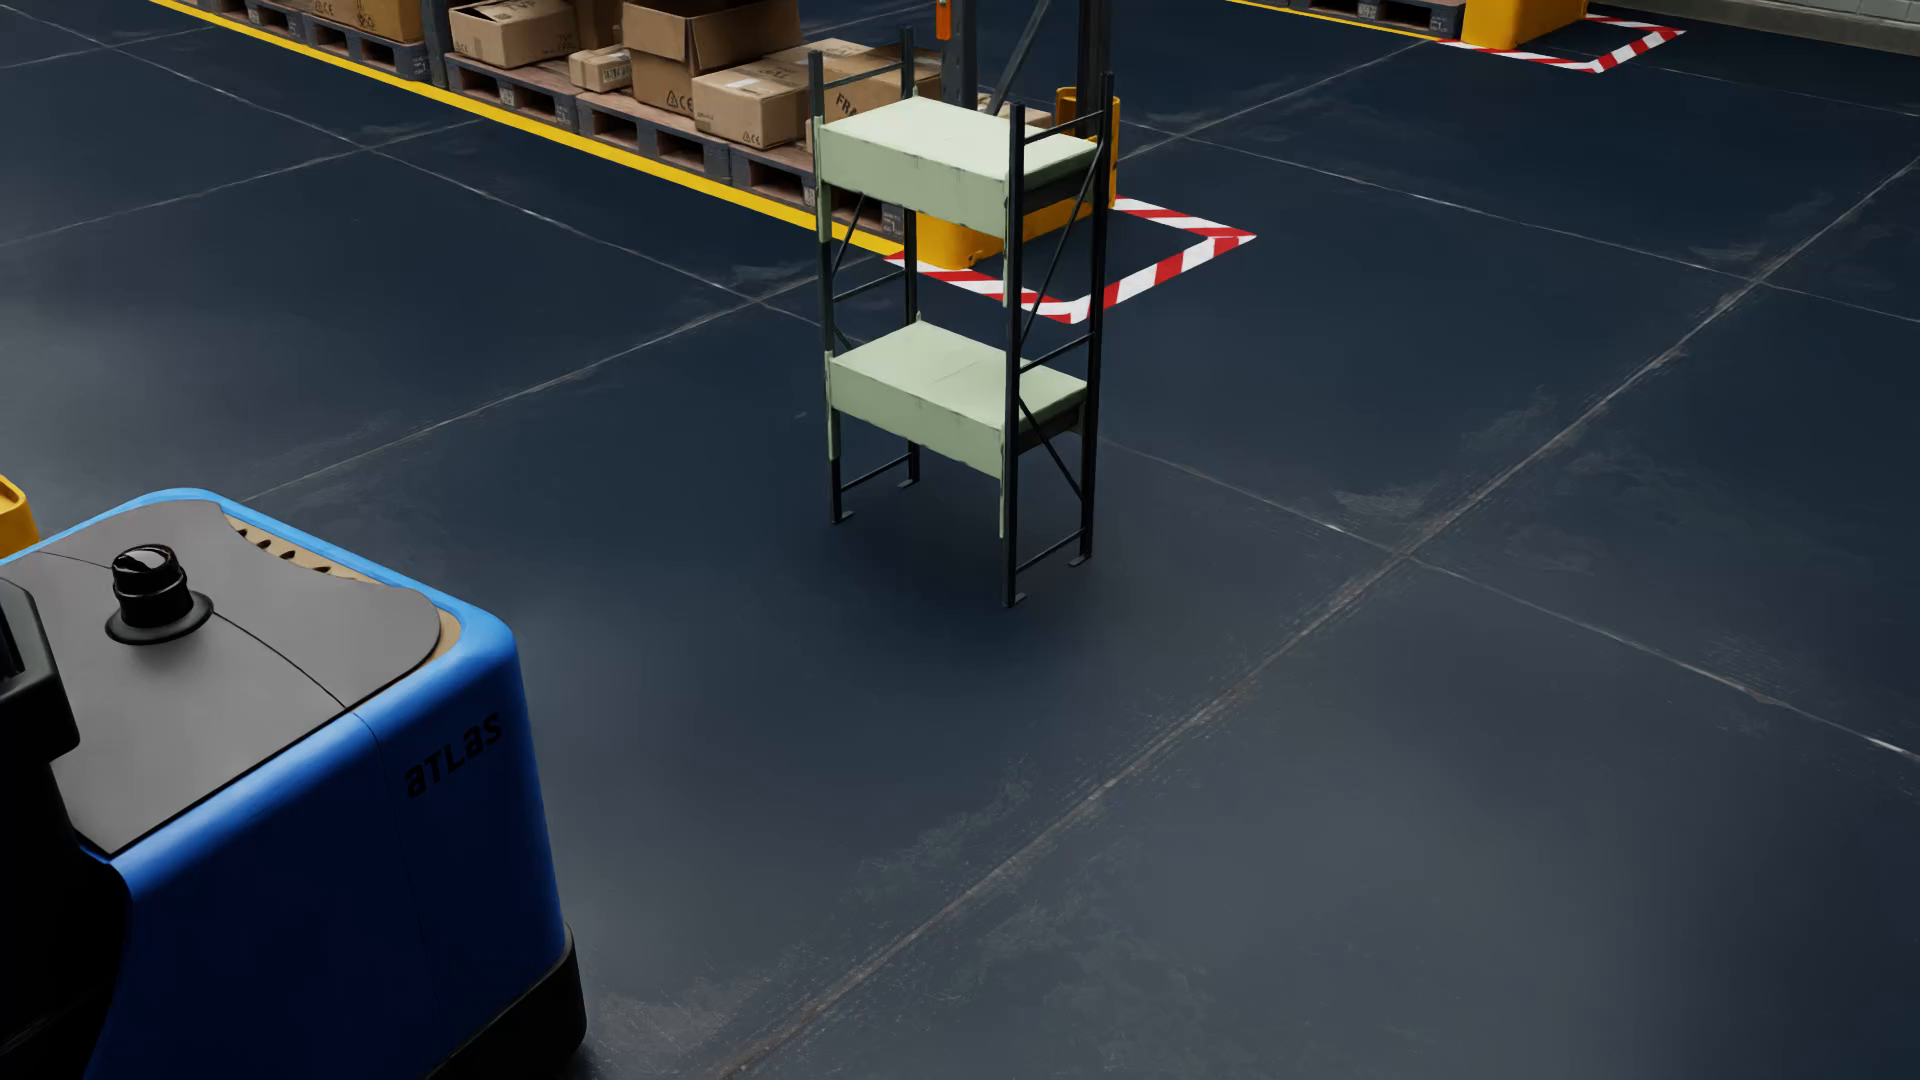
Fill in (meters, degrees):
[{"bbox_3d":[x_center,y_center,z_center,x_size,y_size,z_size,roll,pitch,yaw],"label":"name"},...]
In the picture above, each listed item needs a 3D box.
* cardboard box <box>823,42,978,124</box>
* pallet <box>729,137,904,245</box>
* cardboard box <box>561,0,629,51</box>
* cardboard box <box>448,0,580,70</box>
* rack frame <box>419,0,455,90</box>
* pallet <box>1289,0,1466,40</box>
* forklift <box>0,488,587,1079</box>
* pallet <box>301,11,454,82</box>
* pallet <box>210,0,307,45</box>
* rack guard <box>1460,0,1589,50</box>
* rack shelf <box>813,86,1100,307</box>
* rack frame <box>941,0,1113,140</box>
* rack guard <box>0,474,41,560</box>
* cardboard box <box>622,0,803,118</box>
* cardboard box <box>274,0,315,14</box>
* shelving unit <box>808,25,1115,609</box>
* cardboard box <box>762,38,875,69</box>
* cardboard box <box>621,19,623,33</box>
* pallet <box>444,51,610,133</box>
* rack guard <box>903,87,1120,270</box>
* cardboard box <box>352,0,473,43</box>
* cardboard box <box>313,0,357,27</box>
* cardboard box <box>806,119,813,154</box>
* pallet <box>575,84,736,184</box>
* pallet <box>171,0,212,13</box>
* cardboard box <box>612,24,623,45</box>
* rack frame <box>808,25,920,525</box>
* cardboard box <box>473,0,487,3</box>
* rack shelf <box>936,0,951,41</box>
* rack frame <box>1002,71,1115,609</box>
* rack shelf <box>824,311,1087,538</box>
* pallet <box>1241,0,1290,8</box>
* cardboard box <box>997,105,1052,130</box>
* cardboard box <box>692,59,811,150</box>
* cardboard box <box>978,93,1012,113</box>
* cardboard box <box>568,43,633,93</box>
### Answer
[{"bbox_3d":[-0.268,-1.904,7.502,0.500,0.500,0.500,25,39,35],"label":"cardboard box"},{"bbox_3d":[-0.347,-1.800,8.035,1.213,0.211,1.003,25,39,35],"label":"pallet"},{"bbox_3d":[-2.052,-3.106,9.498,0.500,0.500,0.500,25,39,35],"label":"cardboard box"},{"bbox_3d":[-2.499,-2.885,9.315,0.500,0.311,0.500,25,39,35],"label":"cardboard box"},{"bbox_3d":[-2.665,-4.077,9.114,0.127,3.000,1.000,25,39,35],"label":"rack frame"},{"bbox_3d":[2.977,-3.640,11.092,1.213,0.211,1.003,25,39,35],"label":"pallet"},{"bbox_3d":[-2.002,0.306,1.899,1.130,2.935,3.031,19,36,28],"label":"forklift"},{"bbox_3d":[-3.293,-3.149,10.277,1.213,0.211,1.003,25,39,35],"label":"pallet"},{"bbox_3d":[-4.202,-3.571,10.978,1.213,0.211,1.003,25,39,35],"label":"pallet"},{"bbox_3d":[3.640,-3.509,10.594,0.348,0.500,1.175,25,39,35],"label":"rack guard"},{"bbox_3d":[-0.005,-0.979,4.666,0.720,0.370,0.431,25,39,35],"label":"rack shelf"},{"bbox_3d":[0.301,-2.692,6.814,0.127,3.000,1.000,25,39,35],"label":"rack frame"},{"bbox_3d":[-2.999,0.275,4.309,0.348,0.500,1.175,25,39,35],"label":"rack guard"},{"bbox_3d":[-1.269,-2.548,8.567,0.637,0.503,0.797,25,39,35],"label":"cardboard box"},{"bbox_3d":[-3.956,-3.604,10.325,0.500,0.500,0.500,26,39,36],"label":"cardboard box"},{"bbox_3d":[-0.005,-0.645,4.867,0.755,1.500,0.431,25,39,35],"label":"shelving unit"},{"bbox_3d":[-0.653,-2.346,8.478,0.500,0.250,0.500,25,39,35],"label":"cardboard box"},{"bbox_3d":[-1.496,-2.765,9.115,0.500,0.311,0.500,25,39,35],"label":"cardboard box"},{"bbox_3d":[-2.156,-2.644,9.438,1.213,0.211,1.003,25,39,35],"label":"pallet"},{"bbox_3d":[0.244,-1.648,7.503,0.348,0.500,1.175,25,39,35],"label":"rack guard"},{"bbox_3d":[-3.223,-3.256,9.747,0.500,0.500,0.500,25,39,35],"label":"cardboard box"},{"bbox_3d":[-3.584,-3.430,10.036,0.500,0.500,0.500,25,39,35],"label":"cardboard box"},{"bbox_3d":[-0.508,-1.936,7.878,0.250,0.166,0.380,25,39,35],"label":"cardboard box"},{"bbox_3d":[-1.248,-2.222,8.736,1.213,0.211,1.003,25,39,35],"label":"pallet"},{"bbox_3d":[-5.103,-3.994,11.679,1.213,0.211,1.003,25,39,35],"label":"pallet"},{"bbox_3d":[-1.734,-2.848,9.411,0.250,0.149,0.380,25,39,35],"label":"cardboard box"},{"bbox_3d":[-0.276,-0.772,5.077,0.023,1.500,0.400,25,39,35],"label":"rack frame"},{"bbox_3d":[-2.860,-3.455,10.078,0.500,0.500,0.500,23,38,33],"label":"cardboard box"},{"bbox_3d":[-1.182,-3.076,8.150,4.000,0.370,1.077,25,39,35],"label":"rack shelf"},{"bbox_3d":[0.266,-0.518,4.657,0.023,1.500,0.400,25,39,35],"label":"rack frame"},{"bbox_3d":[-0.005,-0.366,5.035,0.720,0.370,0.431,25,39,35],"label":"rack shelf"},{"bbox_3d":[2.076,-4.062,11.794,1.213,0.211,1.003,25,39,35],"label":"pallet"},{"bbox_3d":[0.221,-1.936,7.895,0.250,0.149,0.380,25,39,35],"label":"cardboard box"},{"bbox_3d":[-0.952,-2.137,8.131,0.500,0.250,0.500,25,39,35],"label":"cardboard box"},{"bbox_3d":[0.036,-2.030,8.034,0.250,0.166,0.380,25,39,35],"label":"cardboard box"},{"bbox_3d":[-1.851,-2.528,8.861,0.250,0.166,0.380,25,39,35],"label":"cardboard box"}]
